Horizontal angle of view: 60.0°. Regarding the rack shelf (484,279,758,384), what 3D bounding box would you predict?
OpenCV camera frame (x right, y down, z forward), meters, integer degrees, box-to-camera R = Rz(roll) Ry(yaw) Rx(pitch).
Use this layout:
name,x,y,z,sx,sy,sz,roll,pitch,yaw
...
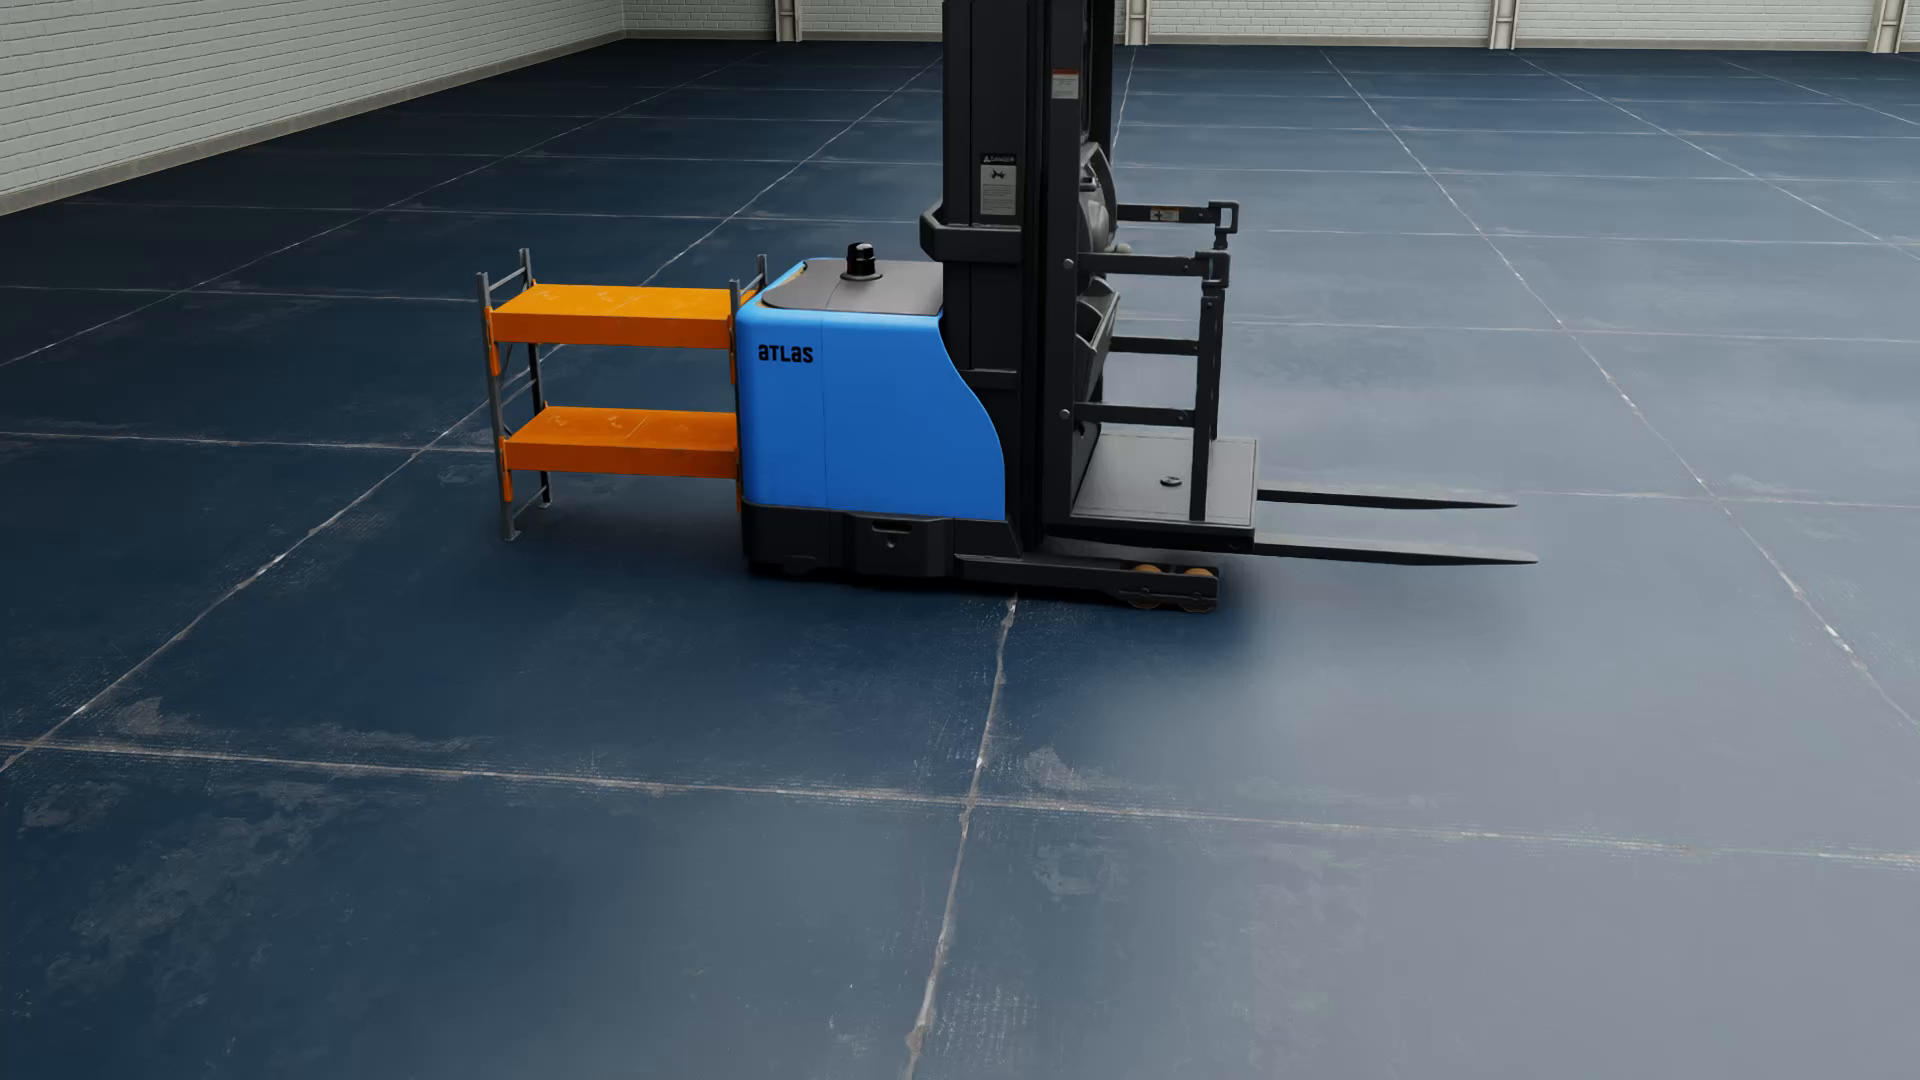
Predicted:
name,x,y,z,sx,sy,sz,roll,pitch,yaw
rack shelf,-1.348,-0.858,6.783,1.000,0.278,0.538,3,22,7

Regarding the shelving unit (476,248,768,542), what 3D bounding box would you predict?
name,x,y,z,sx,sy,sz,roll,pitch,yaw
shelving unit,-1.348,-0.585,6.891,1.048,1.125,0.538,3,22,7

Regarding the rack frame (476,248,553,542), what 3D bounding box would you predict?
name,x,y,z,sx,sy,sz,roll,pitch,yaw
rack frame,-1.852,-0.608,6.949,0.032,1.125,0.500,3,22,7

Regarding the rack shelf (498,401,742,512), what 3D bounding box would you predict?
name,x,y,z,sx,sy,sz,roll,pitch,yaw
rack shelf,-1.348,-0.358,6.981,1.000,0.278,0.538,3,22,7

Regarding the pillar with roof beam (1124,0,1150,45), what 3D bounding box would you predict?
name,x,y,z,sx,sy,sz,roll,pitch,yaw
pillar with roof beam,2.489,-11.024,22.584,0.400,9.000,9.100,2,22,6

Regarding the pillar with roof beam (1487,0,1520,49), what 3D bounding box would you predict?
name,x,y,z,sx,sy,sz,roll,pitch,yaw
pillar with roof beam,8.447,-10.764,21.927,0.400,9.000,9.100,2,22,6

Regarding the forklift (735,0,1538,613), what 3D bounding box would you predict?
name,x,y,z,sx,sy,sz,roll,pitch,yaw
forklift,0.708,-1.300,6.241,3.031,2.935,1.130,4,22,10

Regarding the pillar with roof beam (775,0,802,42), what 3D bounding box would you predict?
name,x,y,z,sx,sy,sz,roll,pitch,yaw
pillar with roof beam,-3.470,-11.283,23.240,0.400,9.000,9.100,2,22,6

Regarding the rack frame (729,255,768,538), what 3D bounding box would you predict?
name,x,y,z,sx,sy,sz,roll,pitch,yaw
rack frame,-0.843,-0.563,6.833,0.032,1.125,0.500,3,22,7

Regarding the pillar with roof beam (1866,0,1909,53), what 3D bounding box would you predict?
name,x,y,z,sx,sy,sz,roll,pitch,yaw
pillar with roof beam,14.405,-10.504,21.270,0.400,9.000,9.100,2,22,6
